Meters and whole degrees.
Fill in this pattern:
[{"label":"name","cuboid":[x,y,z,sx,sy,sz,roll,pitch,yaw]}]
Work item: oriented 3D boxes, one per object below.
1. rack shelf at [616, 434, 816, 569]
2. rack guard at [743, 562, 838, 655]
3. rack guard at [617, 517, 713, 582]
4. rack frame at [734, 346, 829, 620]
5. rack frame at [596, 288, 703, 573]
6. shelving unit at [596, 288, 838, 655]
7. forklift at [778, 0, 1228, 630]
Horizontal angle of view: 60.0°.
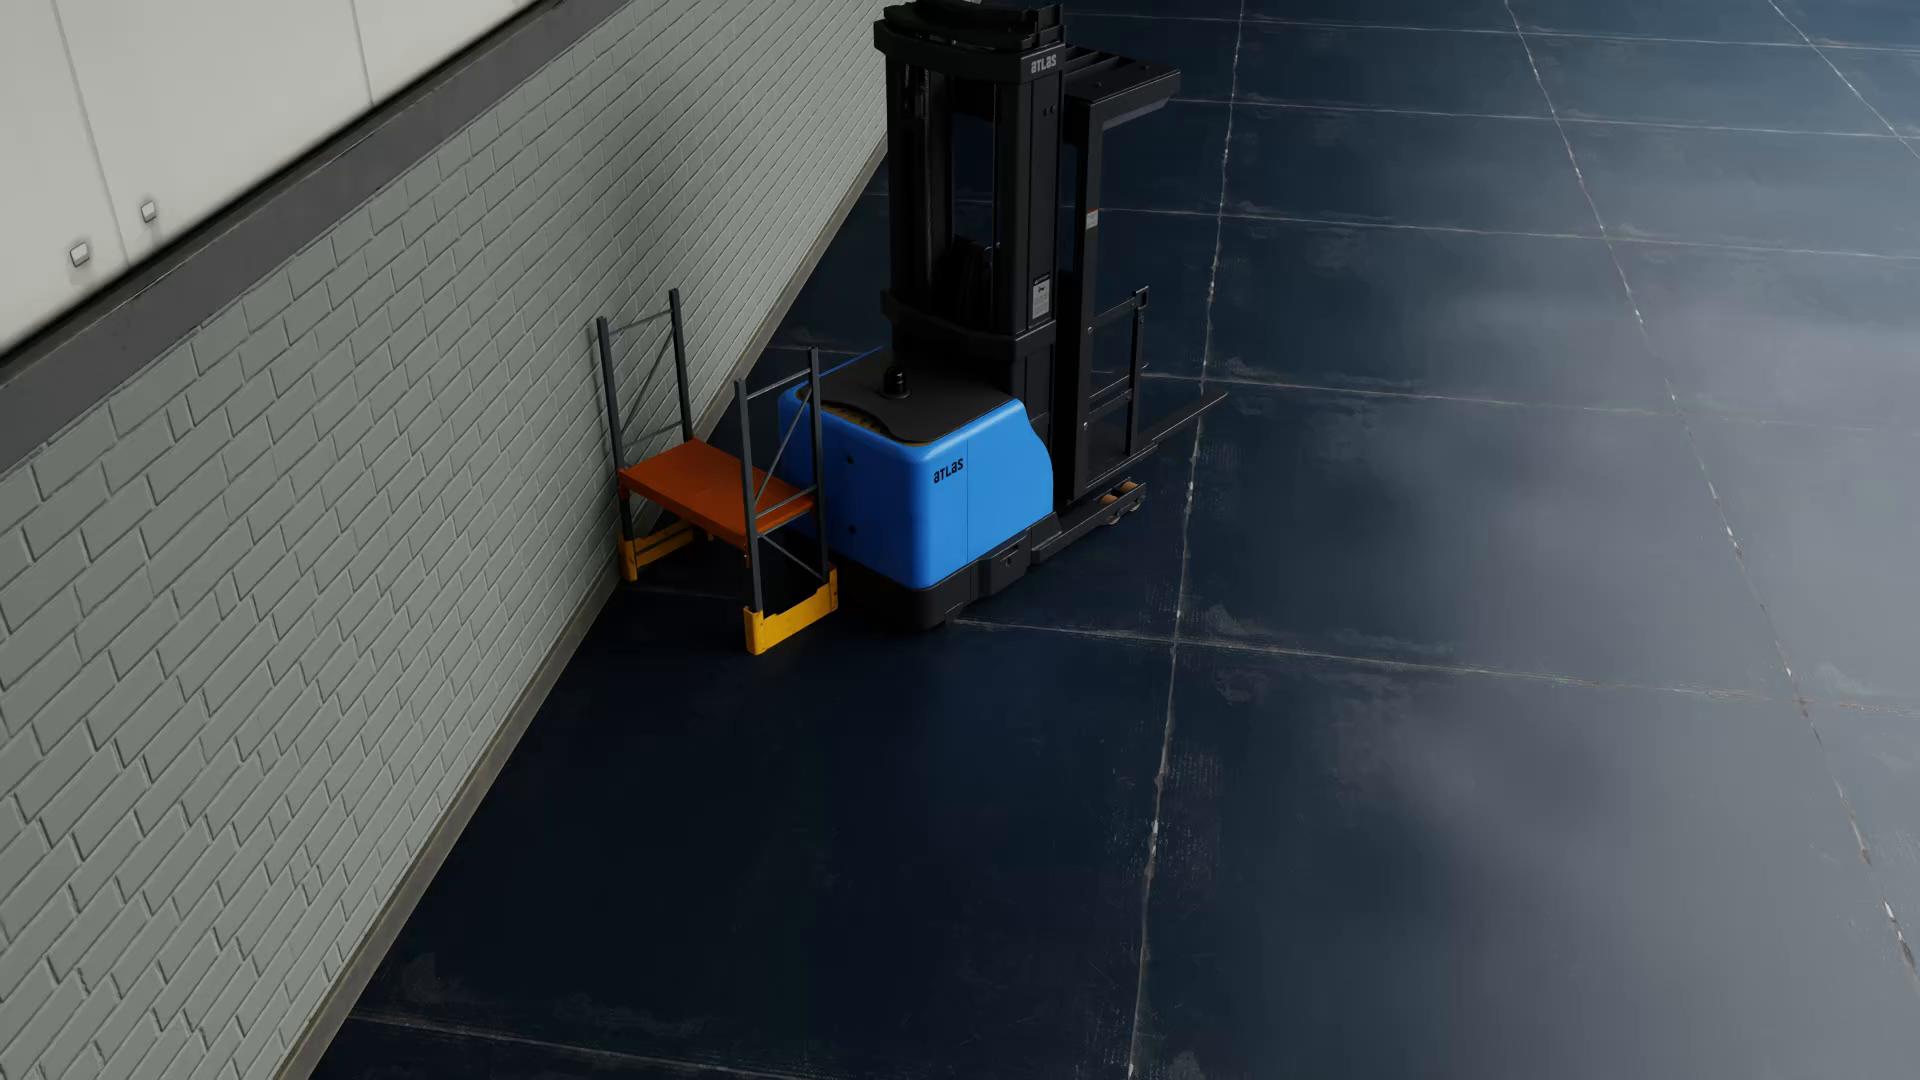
[{"label":"rack shelf","cuboid":[-1.231,-0.213,8.515,1.000,0.185,0.538,26,40,35]},{"label":"rack guard","cuboid":[-0.854,0.345,8.463,0.087,0.250,0.587,26,40,35]},{"label":"rack guard","cuboid":[-1.594,-0.009,9.029,0.087,0.250,0.587,26,40,35]},{"label":"rack frame","cuboid":[-0.854,-0.184,8.131,0.032,1.500,0.500,26,40,35]},{"label":"rack frame","cuboid":[-1.609,-0.546,8.708,0.032,1.500,0.500,26,40,35]},{"label":"shelving unit","cuboid":[-1.224,-0.362,8.414,1.083,1.500,0.587,26,40,35]},{"label":"forklift","cuboid":[0.412,-1.490,8.868,1.130,2.935,3.031,25,40,34]}]
